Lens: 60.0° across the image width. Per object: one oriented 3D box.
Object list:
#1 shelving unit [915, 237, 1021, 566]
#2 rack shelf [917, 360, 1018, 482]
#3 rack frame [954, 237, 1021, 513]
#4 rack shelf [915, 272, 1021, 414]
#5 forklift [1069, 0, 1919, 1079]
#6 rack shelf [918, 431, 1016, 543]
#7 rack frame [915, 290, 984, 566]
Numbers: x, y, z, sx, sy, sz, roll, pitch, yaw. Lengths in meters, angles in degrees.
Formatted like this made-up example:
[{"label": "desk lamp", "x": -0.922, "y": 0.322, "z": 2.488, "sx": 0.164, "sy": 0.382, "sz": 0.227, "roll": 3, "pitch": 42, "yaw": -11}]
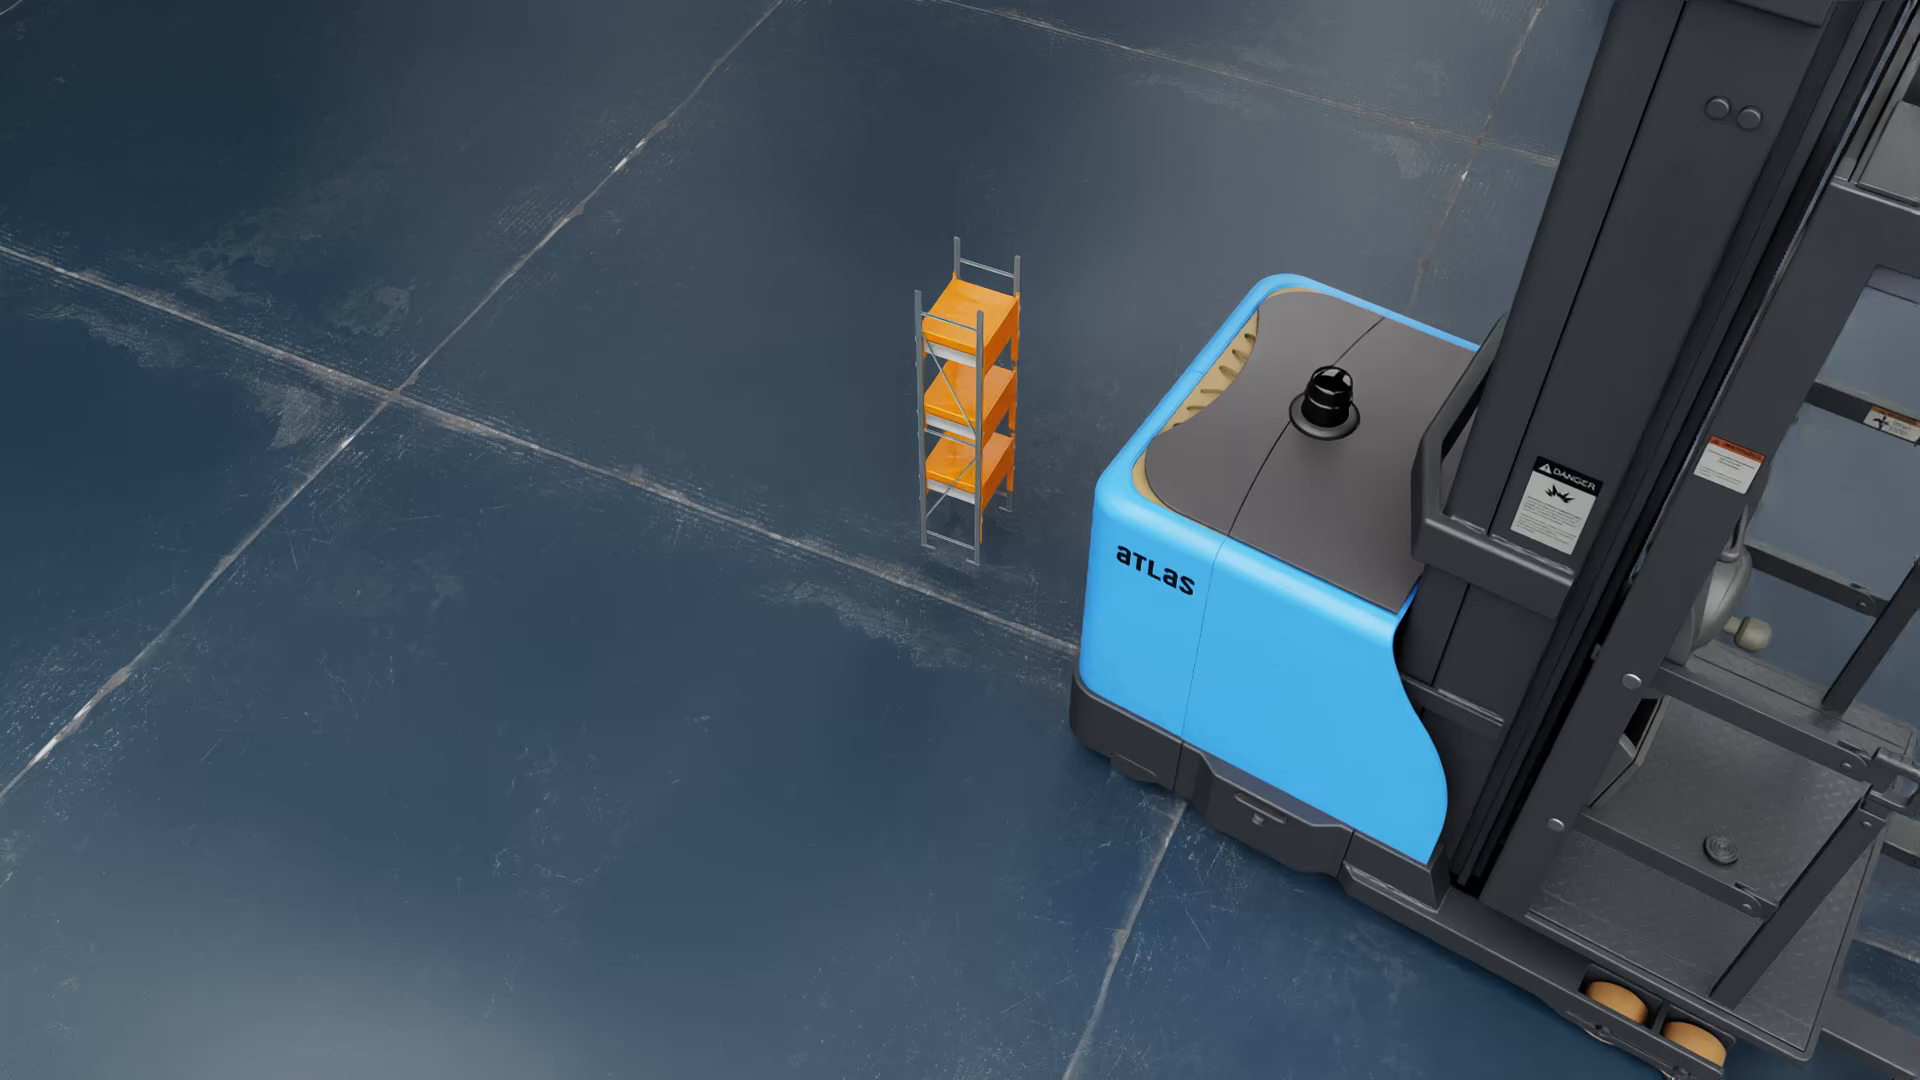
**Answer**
[{"label": "shelving unit", "x": 0.023, "y": -0.377, "z": 4.882, "sx": 0.215, "sy": 1.050, "sz": 0.252, "roll": 20, "pitch": 52, "yaw": 16}, {"label": "rack shelf", "x": 0.023, "y": -0.370, "z": 4.890, "sx": 0.215, "sy": 0.259, "sz": 0.240, "roll": 20, "pitch": 52, "yaw": 16}, {"label": "rack frame", "x": 0.075, "y": -0.461, "z": 4.953, "sx": 0.200, "sy": 1.050, "sz": 0.008, "roll": 20, "pitch": 52, "yaw": 16}, {"label": "rack shelf", "x": 0.023, "y": -0.554, "z": 4.673, "sx": 0.215, "sy": 0.259, "sz": 0.240, "roll": 20, "pitch": 52, "yaw": 16}, {"label": "forklift", "x": 1.823, "y": -0.074, "z": 3.388, "sx": 3.031, "sy": 2.935, "sz": 1.130, "roll": 26, "pitch": 55, "yaw": 21}, {"label": "rack shelf", "x": 0.023, "y": -0.190, "z": 5.101, "sx": 0.215, "sy": 0.259, "sz": 0.240, "roll": 20, "pitch": 52, "yaw": 16}, {"label": "rack frame", "x": -0.029, "y": -0.293, "z": 4.810, "sx": 0.200, "sy": 1.050, "sz": 0.008, "roll": 20, "pitch": 52, "yaw": 16}]
